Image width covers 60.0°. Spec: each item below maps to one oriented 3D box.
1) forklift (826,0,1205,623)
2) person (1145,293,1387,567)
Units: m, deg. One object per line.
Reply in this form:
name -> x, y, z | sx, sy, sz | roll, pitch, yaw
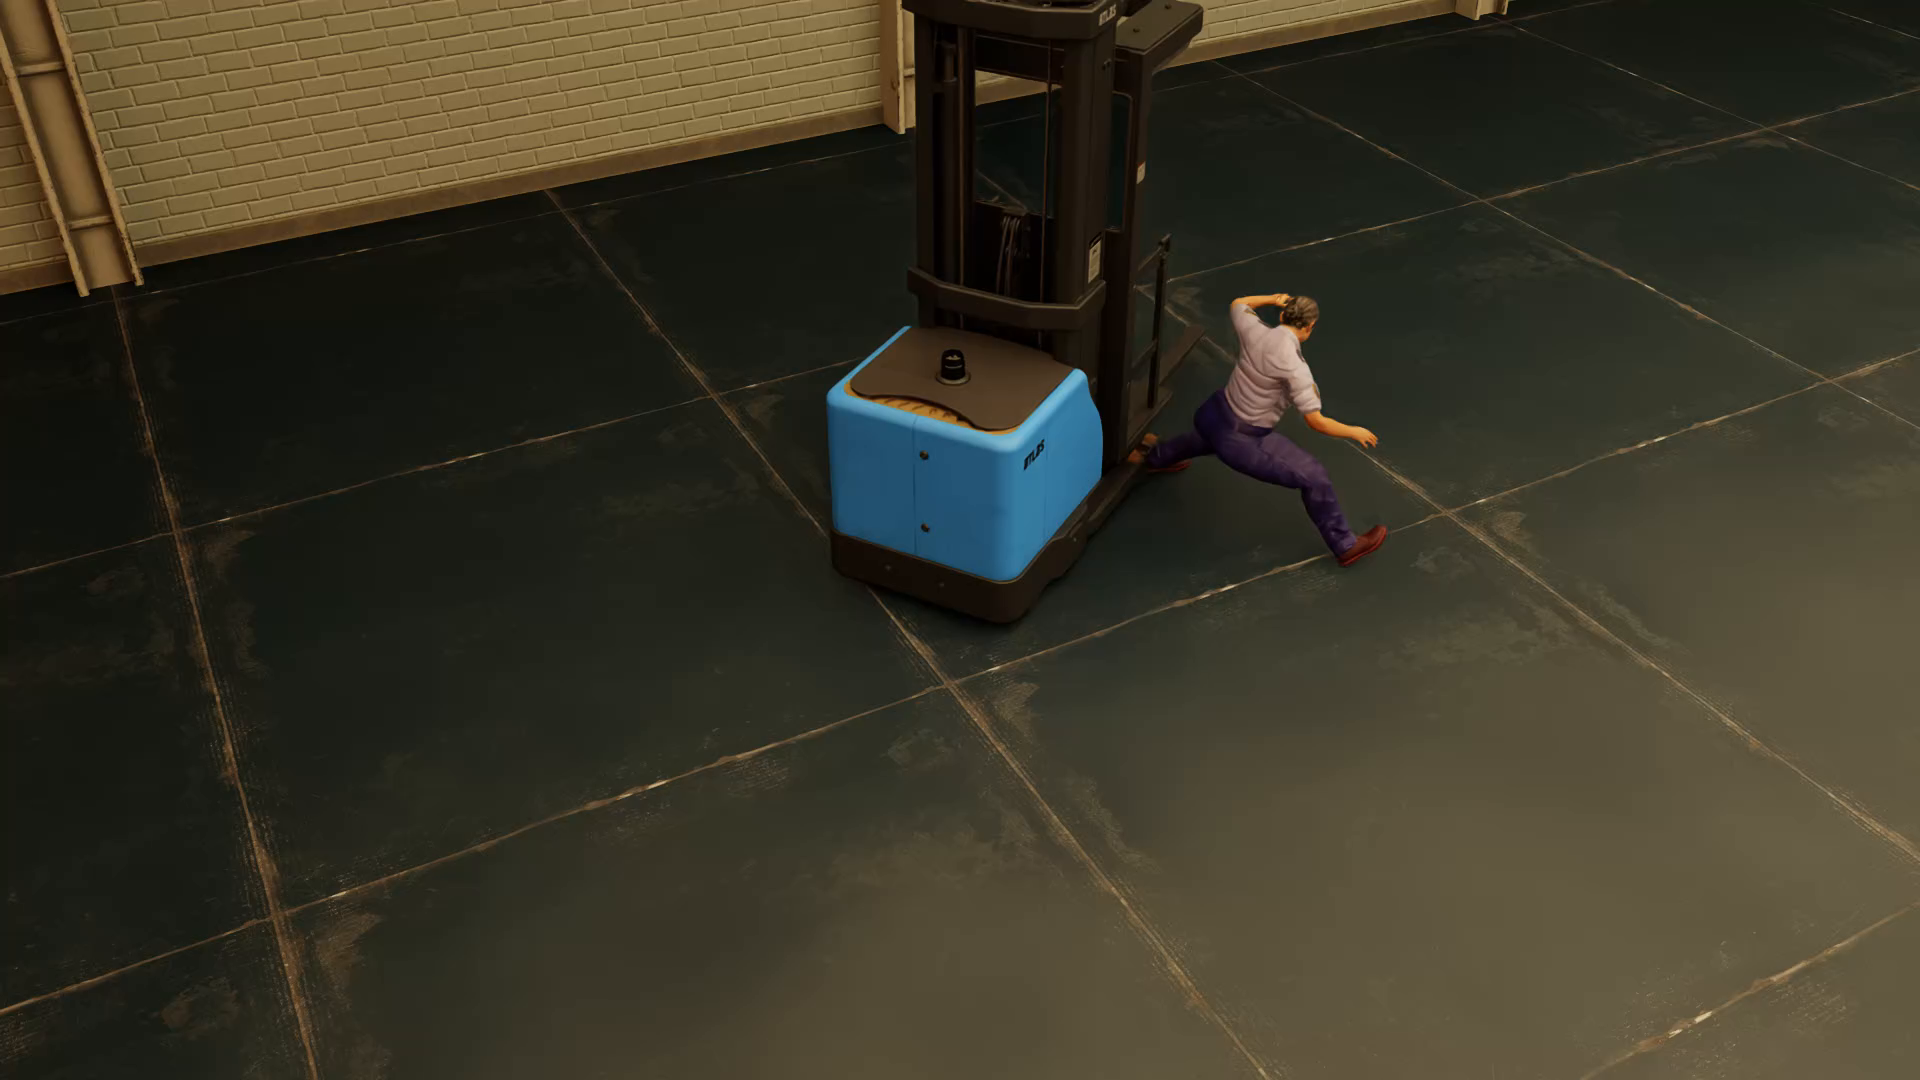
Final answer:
forklift -> 0.488, -1.632, 8.432 | 1.130, 2.935, 3.031 | 17, 39, 22
person -> 1.569, -0.653, 8.455 | 0.863, 1.320, 1.240 | -11, 37, -15
